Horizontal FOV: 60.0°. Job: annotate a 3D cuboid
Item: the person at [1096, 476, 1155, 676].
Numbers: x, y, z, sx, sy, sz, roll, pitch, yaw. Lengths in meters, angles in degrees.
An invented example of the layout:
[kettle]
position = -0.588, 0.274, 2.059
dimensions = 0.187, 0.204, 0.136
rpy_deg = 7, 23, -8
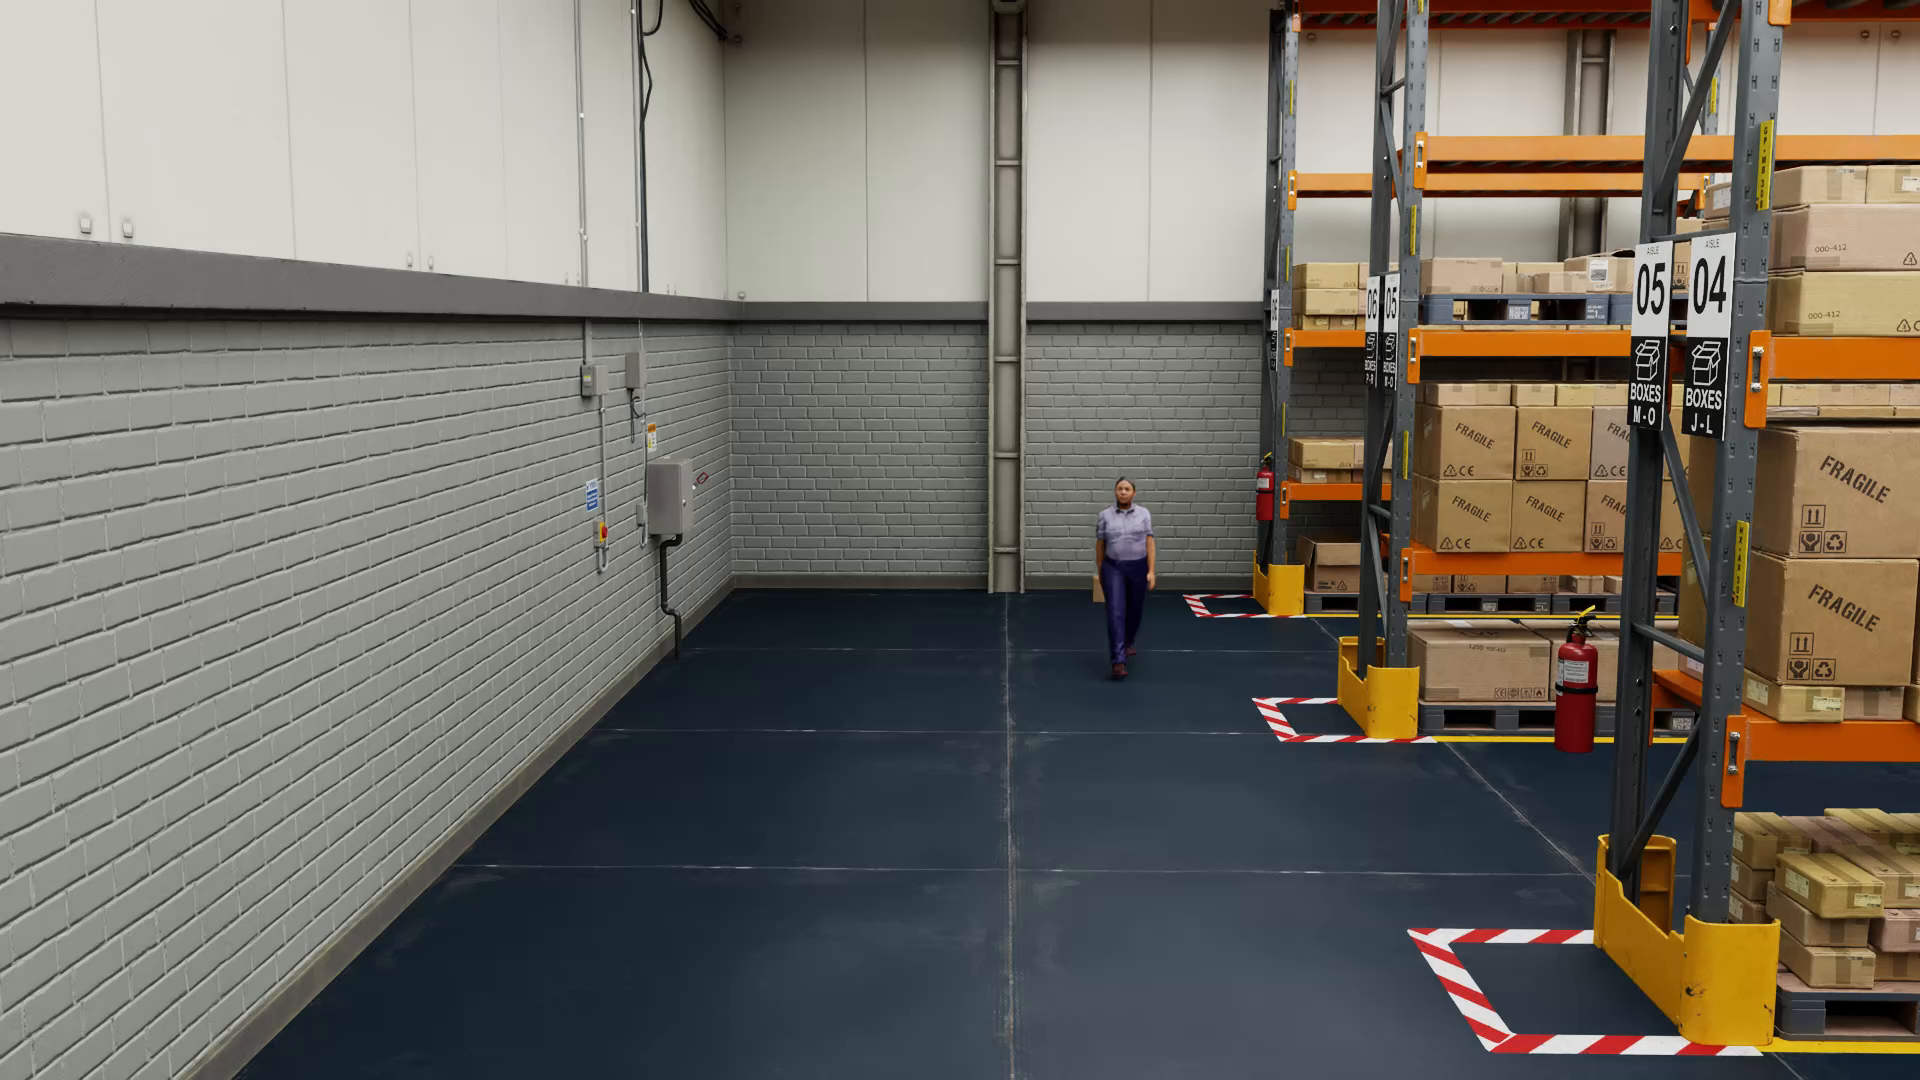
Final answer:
[person]
position = 1.369, 0.278, 13.705
dimensions = 0.471, 1.583, 0.988
rpy_deg = -1, 7, -5
